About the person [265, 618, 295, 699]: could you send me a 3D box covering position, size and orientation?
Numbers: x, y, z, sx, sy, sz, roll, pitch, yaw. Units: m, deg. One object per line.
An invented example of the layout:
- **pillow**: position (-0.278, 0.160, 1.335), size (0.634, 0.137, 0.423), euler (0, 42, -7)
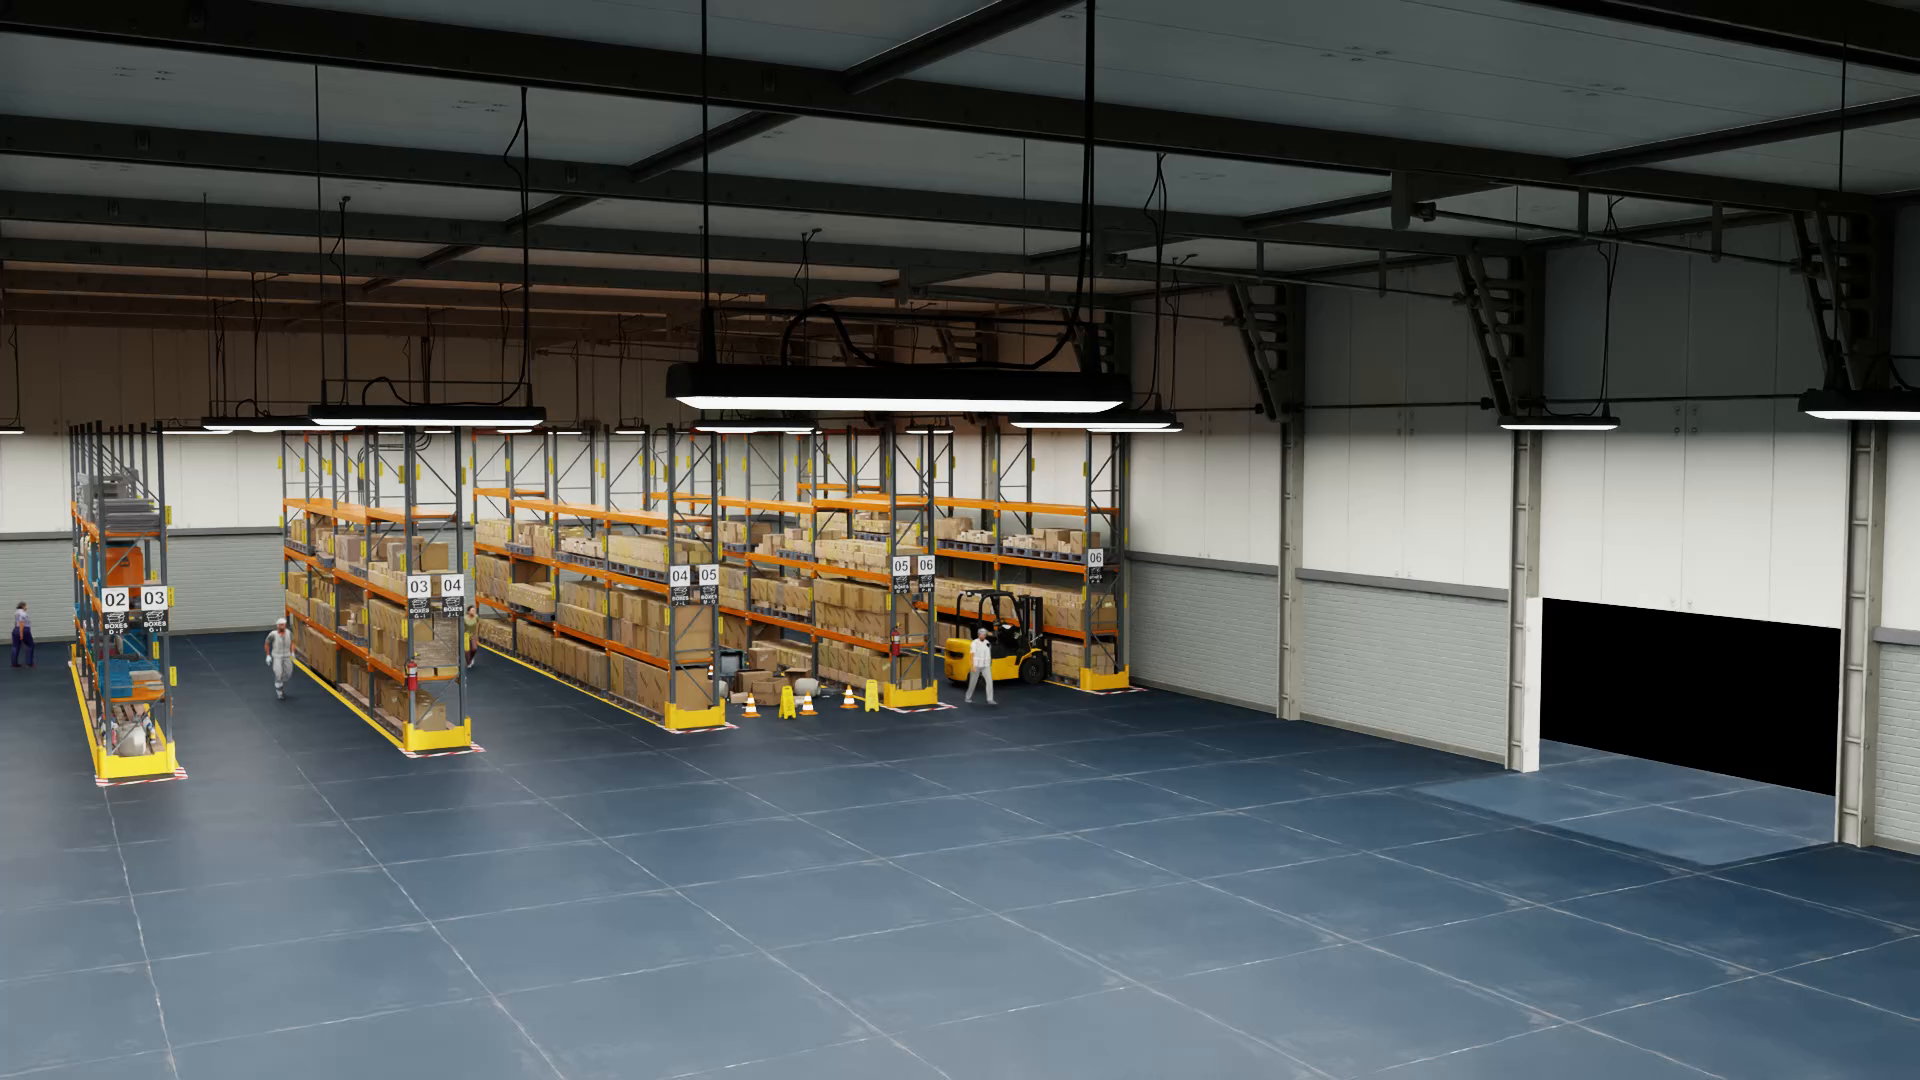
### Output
- **person**: position (-14.998, 2.585, 36.626), size (0.624, 1.764, 0.703), euler (-3, 5, -43)

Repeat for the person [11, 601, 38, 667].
- **person**: position (-23.374, 2.372, 41.384), size (0.492, 1.684, 0.603), euler (1, 4, 11)

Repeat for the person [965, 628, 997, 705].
- **person**: position (0.452, 2.698, 35.505), size (0.522, 1.628, 0.919), euler (-2, 4, -25)

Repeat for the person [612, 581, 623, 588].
- **person**: position (-9.587, 1.980, 46.974), size (0.581, 1.663, 0.627), euler (0, 4, -3)

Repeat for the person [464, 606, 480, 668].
- **person**: position (-12.149, 2.384, 41.173), size (0.526, 1.562, 0.681), euler (-1, 4, -21)
